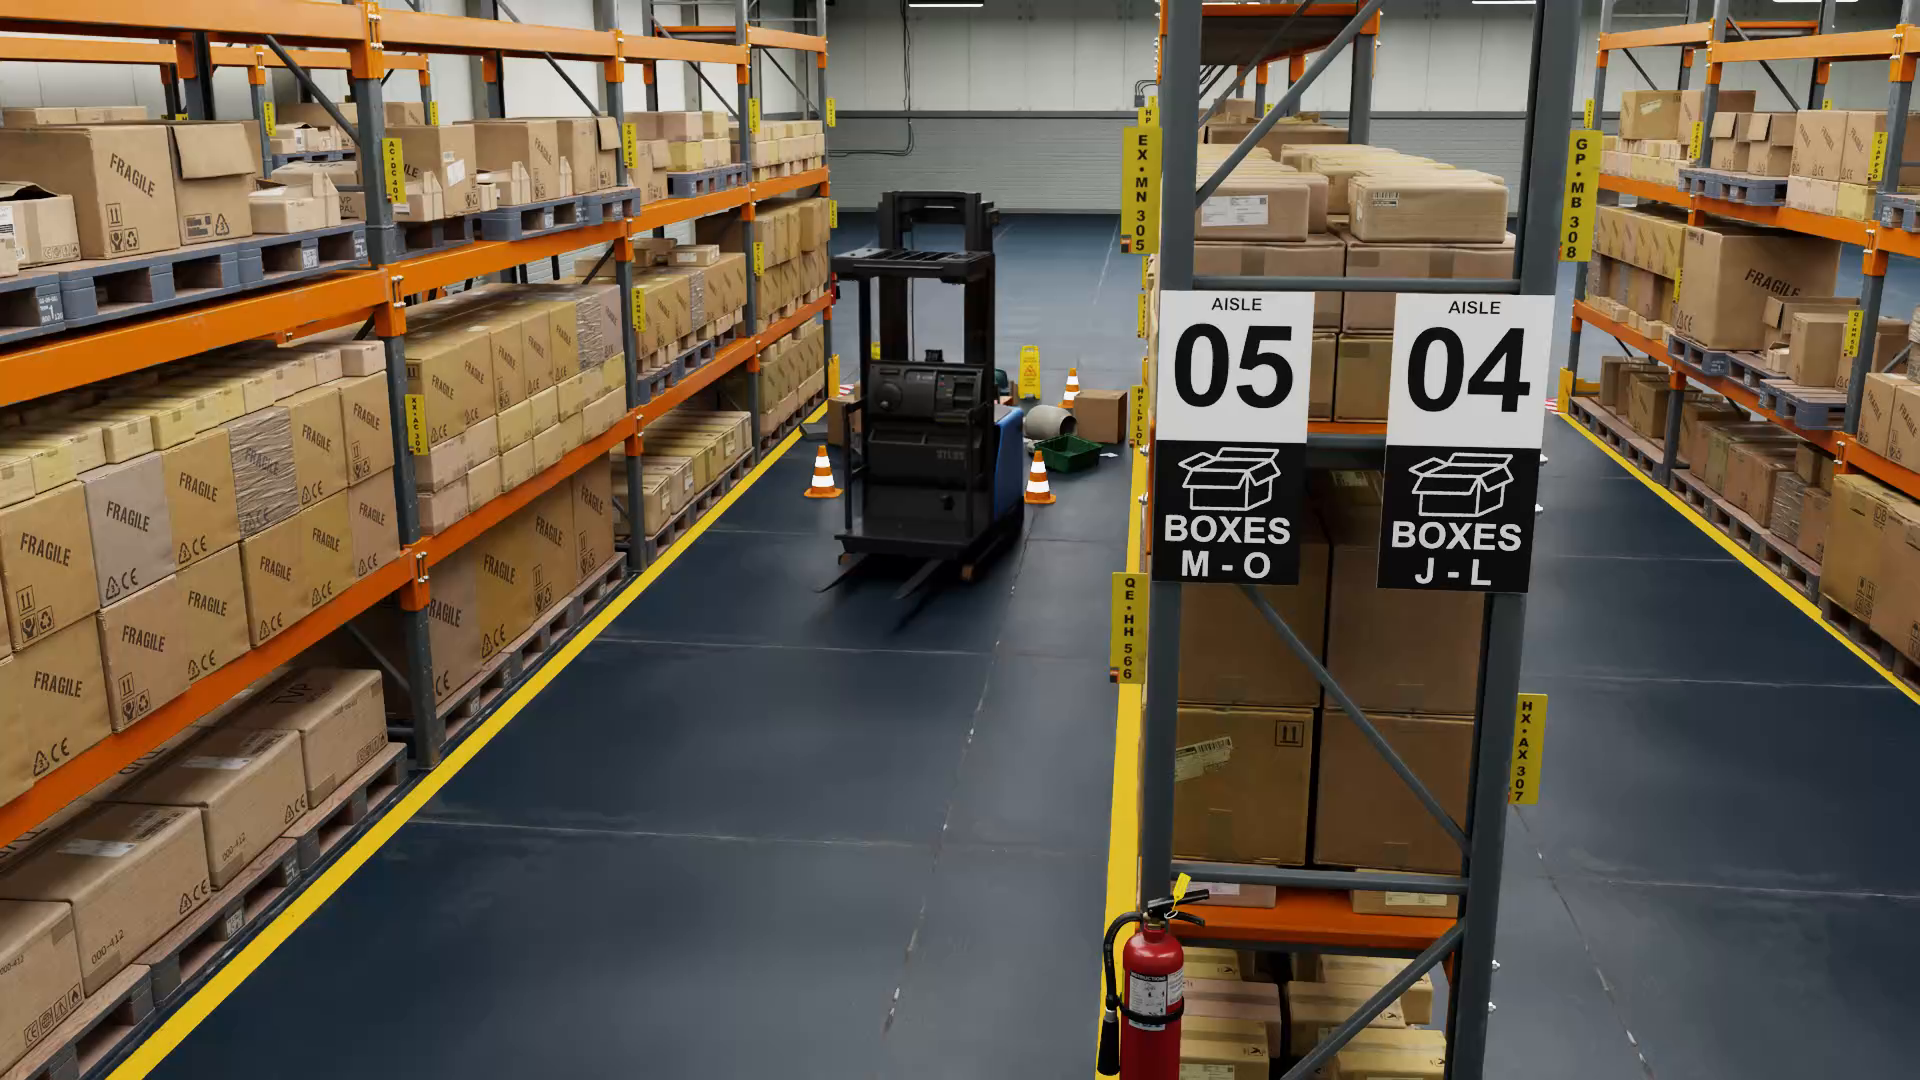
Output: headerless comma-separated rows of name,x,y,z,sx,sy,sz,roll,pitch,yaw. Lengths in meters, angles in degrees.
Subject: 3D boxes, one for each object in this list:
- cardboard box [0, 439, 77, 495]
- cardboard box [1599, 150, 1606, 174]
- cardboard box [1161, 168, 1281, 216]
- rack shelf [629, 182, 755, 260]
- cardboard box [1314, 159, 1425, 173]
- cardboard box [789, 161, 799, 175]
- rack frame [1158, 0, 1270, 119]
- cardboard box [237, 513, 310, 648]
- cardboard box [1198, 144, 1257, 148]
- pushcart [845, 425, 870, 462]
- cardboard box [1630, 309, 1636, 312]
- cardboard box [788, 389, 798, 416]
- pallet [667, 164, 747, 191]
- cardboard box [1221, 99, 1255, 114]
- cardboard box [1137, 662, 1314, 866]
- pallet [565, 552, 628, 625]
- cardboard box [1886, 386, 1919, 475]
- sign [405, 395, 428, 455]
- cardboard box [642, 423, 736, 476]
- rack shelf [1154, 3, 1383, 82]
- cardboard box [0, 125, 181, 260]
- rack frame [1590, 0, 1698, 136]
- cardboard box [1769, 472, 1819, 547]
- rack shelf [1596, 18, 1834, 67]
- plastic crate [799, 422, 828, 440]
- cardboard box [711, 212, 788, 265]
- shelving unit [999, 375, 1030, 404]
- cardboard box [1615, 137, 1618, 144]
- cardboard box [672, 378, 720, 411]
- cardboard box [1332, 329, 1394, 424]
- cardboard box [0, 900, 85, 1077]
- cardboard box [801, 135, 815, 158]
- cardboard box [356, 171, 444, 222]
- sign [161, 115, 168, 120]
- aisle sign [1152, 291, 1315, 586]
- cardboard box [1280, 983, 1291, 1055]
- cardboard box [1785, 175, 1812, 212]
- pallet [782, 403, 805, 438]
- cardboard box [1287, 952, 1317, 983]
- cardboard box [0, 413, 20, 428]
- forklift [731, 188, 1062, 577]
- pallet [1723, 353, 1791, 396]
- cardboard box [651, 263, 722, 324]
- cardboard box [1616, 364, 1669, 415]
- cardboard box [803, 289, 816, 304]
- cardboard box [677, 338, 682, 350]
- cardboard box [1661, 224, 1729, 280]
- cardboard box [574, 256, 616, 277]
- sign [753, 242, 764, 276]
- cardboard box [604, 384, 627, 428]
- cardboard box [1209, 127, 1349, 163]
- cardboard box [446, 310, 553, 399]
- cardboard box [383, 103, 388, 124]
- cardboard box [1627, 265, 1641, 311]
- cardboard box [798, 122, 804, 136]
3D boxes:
cardboard box,-3.477,-0.268,6.057,0.380,0.149,0.250,1,15,4
cardboard box,7.435,-4.253,18.685,0.500,0.250,0.500,2,15,8
cardboard box,0.845,-1.121,5.381,0.380,0.149,0.250,2,15,7
rack shelf,-2.778,-2.831,14.518,1.077,0.370,4.000,2,15,6
cardboard box,1.491,-1.306,6.065,0.380,0.149,0.250,2,15,8
cardboard box,-1.992,-4.113,18.361,0.380,0.149,0.250,2,15,6
rack frame,2.378,-5.026,15.509,1.000,3.000,0.127,2,15,6
cardboard box,-3.348,0.170,7.597,0.500,0.500,0.500,1,15,5
cardboard box,1.202,-1.796,7.877,0.380,0.149,0.250,1,15,5
pushcart,-0.281,-0.929,16.876,1.648,0.377,0.936,-4,16,-13
cardboard box,7.315,-2.352,17.594,0.380,0.149,0.250,2,15,6
cardboard box,-2.111,-1.546,18.597,0.500,0.250,0.500,1,15,6
pallet,-2.728,-3.450,15.787,1.213,0.211,1.003,2,15,6
cardboard box,2.841,-4.375,16.804,0.380,0.149,0.250,1,15,5
cardboard box,0.819,0.667,5.189,0.500,0.500,0.500,2,15,7
pallet,-3.167,0.336,12.513,1.003,0.211,1.213,2,15,6
cardboard box,6.462,-0.716,10.873,0.500,0.500,0.500,1,15,5
sign,-2.903,-0.615,8.878,0.100,0.325,0.005,2,15,6
cardboard box,-2.687,-0.861,15.829,0.950,0.372,0.625,3,15,10
rack shelf,1.701,-2.929,9.900,1.077,0.370,4.000,2,15,6
cardboard box,-3.530,-1.403,6.669,0.500,0.500,0.500,2,15,7
rack frame,7.746,-5.891,18.708,1.000,3.000,0.127,2,15,6
cardboard box,6.949,-0.244,13.265,0.700,0.500,0.500,0,15,2
rack shelf,7.520,-5.023,16.884,1.077,0.370,4.000,2,15,6
plastic crate,-1.560,-1.223,18.532,0.402,0.080,0.583,-4,16,-13
cardboard box,-2.208,-3.163,17.438,0.700,0.500,0.500,2,15,7
shelving unit,0.486,-0.851,15.010,0.258,1.200,0.503,1,15,4
cardboard box,7.454,-4.365,18.335,0.380,0.149,0.250,1,15,5
cardboard box,-2.752,-1.648,17.537,0.500,0.500,0.500,1,15,5
cardboard box,1.328,-0.502,4.813,0.500,0.250,0.500,2,15,8
cardboard box,-3.931,1.723,6.148,0.875,0.438,0.875,1,15,4
cardboard box,-1.962,-4.535,19.159,0.500,0.250,0.500,1,15,5
cardboard box,-3.051,-1.880,9.074,0.396,0.266,0.258,2,15,6
sign,-8.036,-4.146,16.861,0.100,0.325,0.005,2,15,6
aisle sign,0.717,-0.262,4.405,0.394,0.787,0.004,2,15,6
cardboard box,1.365,1.749,6.036,0.380,0.149,0.250,2,15,7
cardboard box,6.755,-2.685,12.887,0.500,0.250,0.500,2,15,8
pallet,-2.376,-1.396,18.920,1.003,0.211,1.213,2,15,6
cardboard box,1.433,1.540,6.239,0.380,0.149,0.250,1,15,4
cardboard box,-3.975,-0.413,6.592,0.380,0.149,0.250,2,15,8
forklift,-0.493,-1.280,13.280,1.130,2.935,3.031,13,20,41
pallet,7.026,-1.342,13.746,1.003,0.211,1.213,2,15,6
cardboard box,-2.495,-2.255,15.189,0.500,0.500,0.500,2,15,8
cardboard box,7.625,-1.673,18.589,0.500,0.500,0.500,6,16,21
cardboard box,-1.898,-2.860,19.473,0.380,0.149,0.250,2,15,7
cardboard box,-2.646,-1.724,14.468,0.380,0.149,0.250,2,15,8
cardboard box,7.072,-2.757,15.934,0.500,0.500,0.500,2,15,6
cardboard box,-3.099,-2.352,14.306,0.380,0.149,0.250,1,15,4
sign,-2.000,-2.793,16.526,0.100,0.325,0.005,2,15,6
cardboard box,-2.803,-1.001,12.404,0.500,0.250,0.500,1,15,4
cardboard box,1.627,-1.849,8.511,0.700,0.500,0.500,2,15,6
cardboard box,-2.978,-1.208,10.776,0.500,0.500,0.500,1,15,5
cardboard box,-7.056,-4.795,19.213,0.700,0.500,0.500,2,15,7
cardboard box,7.552,-2.654,17.469,0.875,0.500,0.500,2,15,6
cardboard box,-2.003,-4.705,19.024,0.380,0.149,0.250,2,15,7
